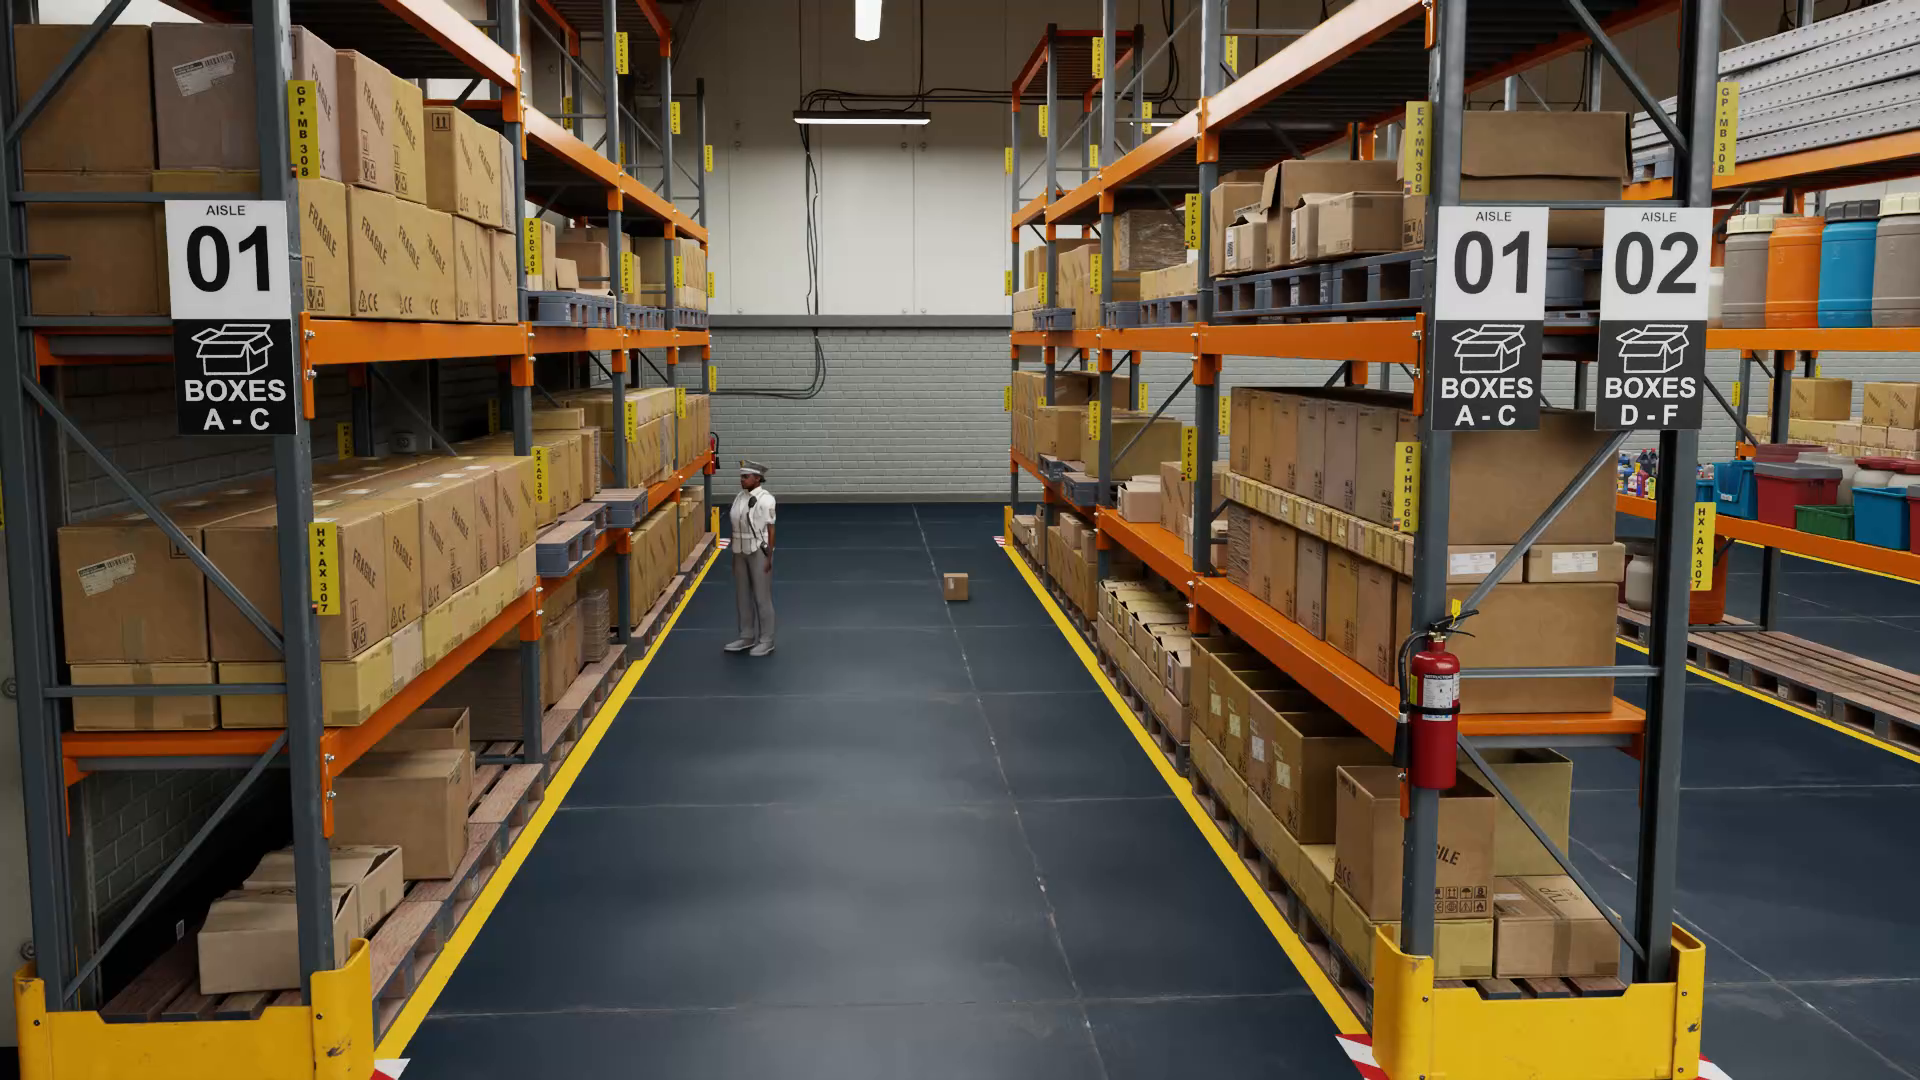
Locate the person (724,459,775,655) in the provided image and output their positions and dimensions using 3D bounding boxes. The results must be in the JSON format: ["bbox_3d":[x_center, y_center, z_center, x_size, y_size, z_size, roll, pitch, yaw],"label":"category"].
[{"bbox_3d":[-1.819,0.139,14.499,0.440,1.692,0.339,5,9,38],"label":"person"}]
